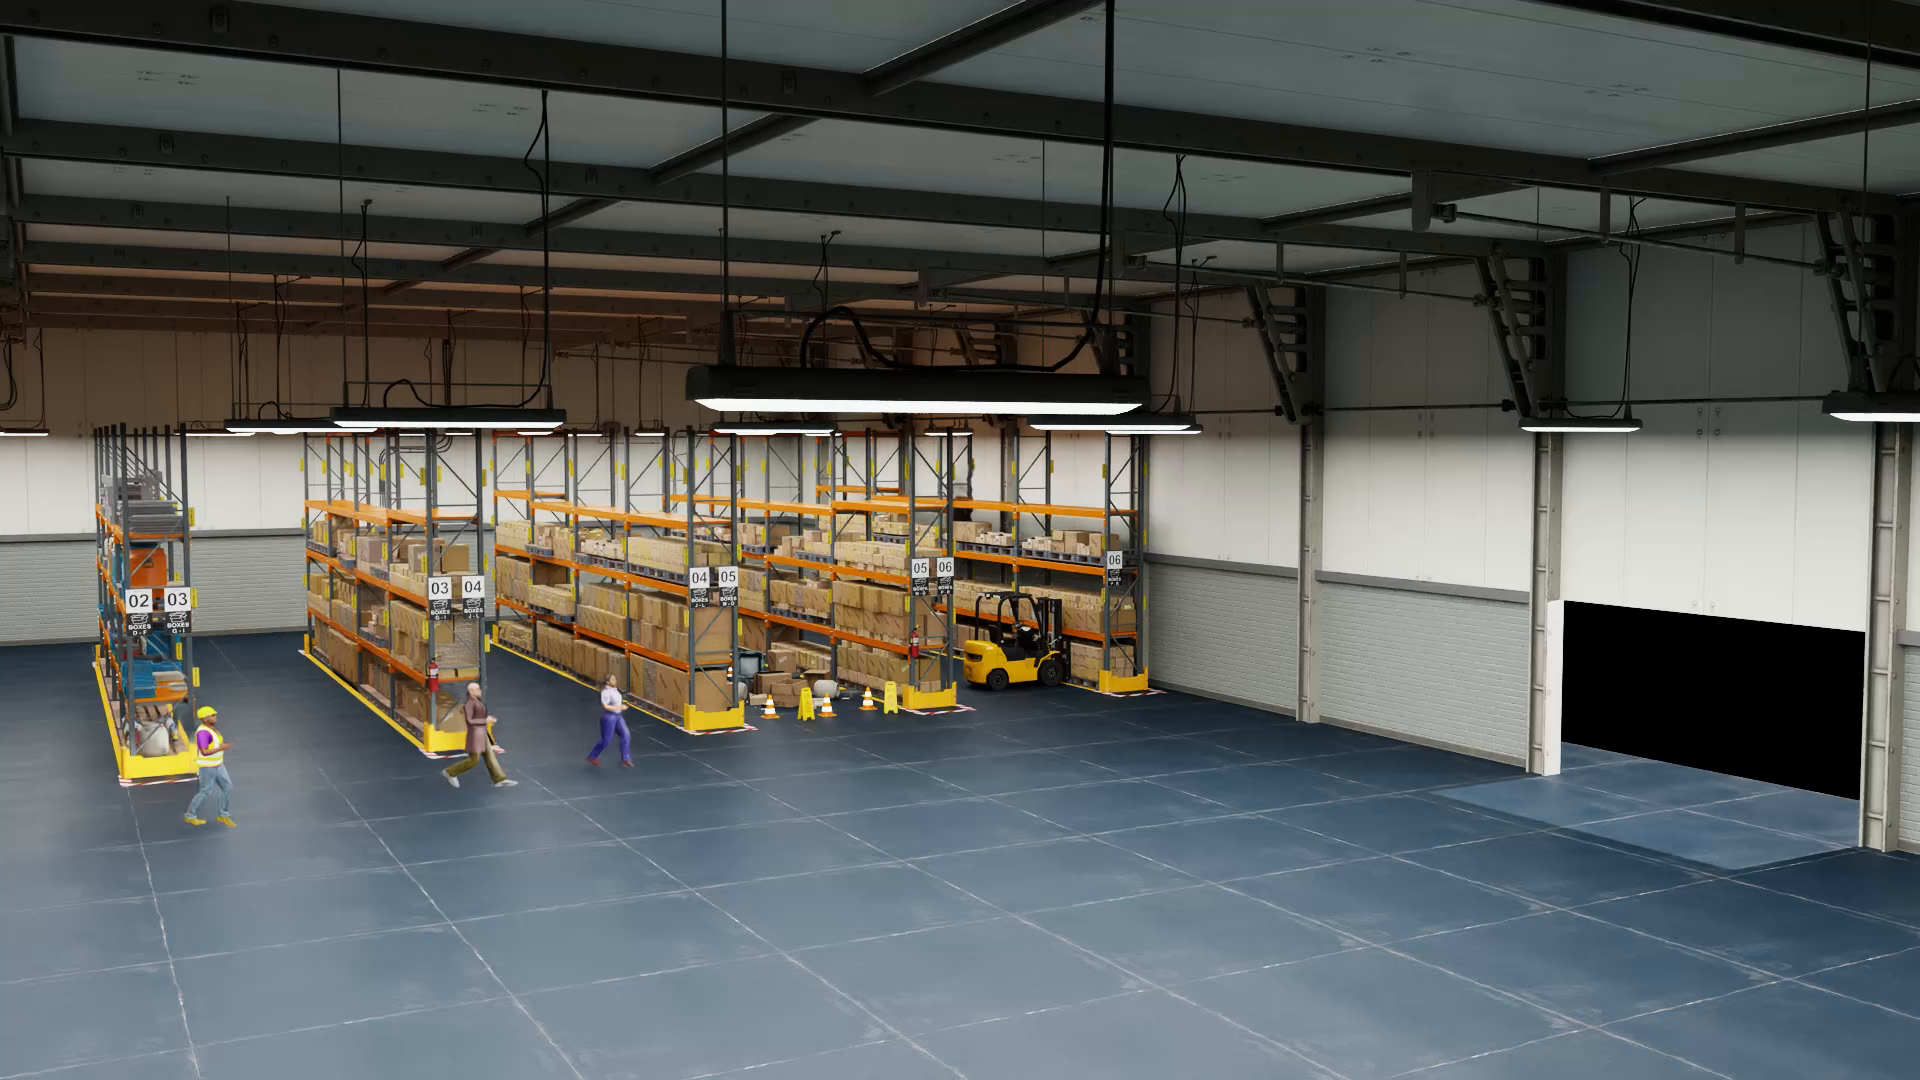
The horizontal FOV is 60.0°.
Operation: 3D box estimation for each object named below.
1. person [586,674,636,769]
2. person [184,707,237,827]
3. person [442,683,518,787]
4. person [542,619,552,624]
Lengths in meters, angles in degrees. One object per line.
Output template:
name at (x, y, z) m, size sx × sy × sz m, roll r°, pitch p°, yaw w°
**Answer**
person at (-6.081, 3.161, 28.930) m, size 0.844 × 1.691 × 0.607 m, roll 1°, pitch 4°, yaw 12°
person at (-11.021, 3.354, 24.435) m, size 0.729 × 1.823 × 0.676 m, roll 0°, pitch 3°, yaw -7°
person at (-7.798, 3.169, 26.988) m, size 1.179 × 1.719 × 0.727 m, roll 0°, pitch 3°, yaw 0°
person at (-11.975, 1.894, 48.693) m, size 0.762 × 1.790 × 0.675 m, roll -3°, pitch 4°, yaw -40°
